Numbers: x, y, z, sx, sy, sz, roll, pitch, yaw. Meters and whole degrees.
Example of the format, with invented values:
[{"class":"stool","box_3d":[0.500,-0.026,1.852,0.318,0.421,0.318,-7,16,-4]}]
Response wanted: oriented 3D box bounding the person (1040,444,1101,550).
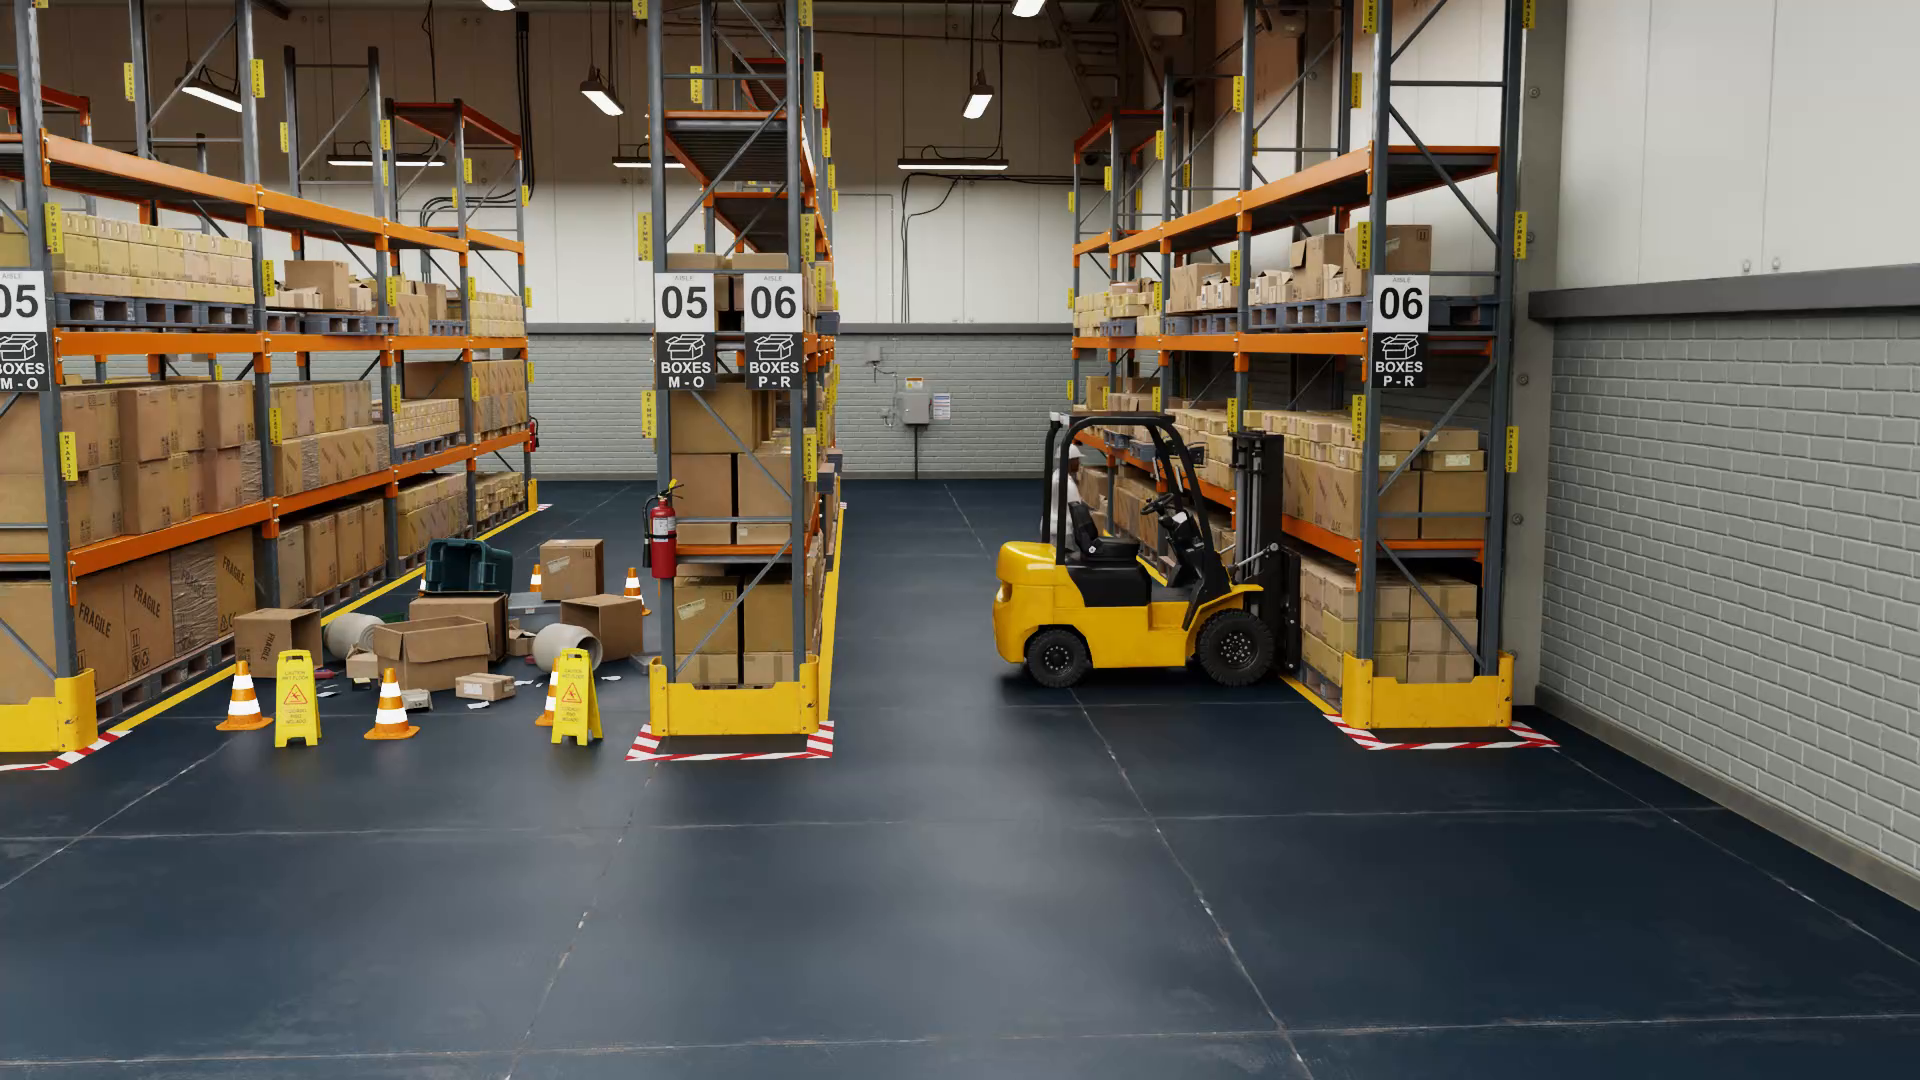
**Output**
[{"class":"person","box_3d":[1.073,-0.064,16.216,0.575,1.756,0.505,-1,7,-5]}]
